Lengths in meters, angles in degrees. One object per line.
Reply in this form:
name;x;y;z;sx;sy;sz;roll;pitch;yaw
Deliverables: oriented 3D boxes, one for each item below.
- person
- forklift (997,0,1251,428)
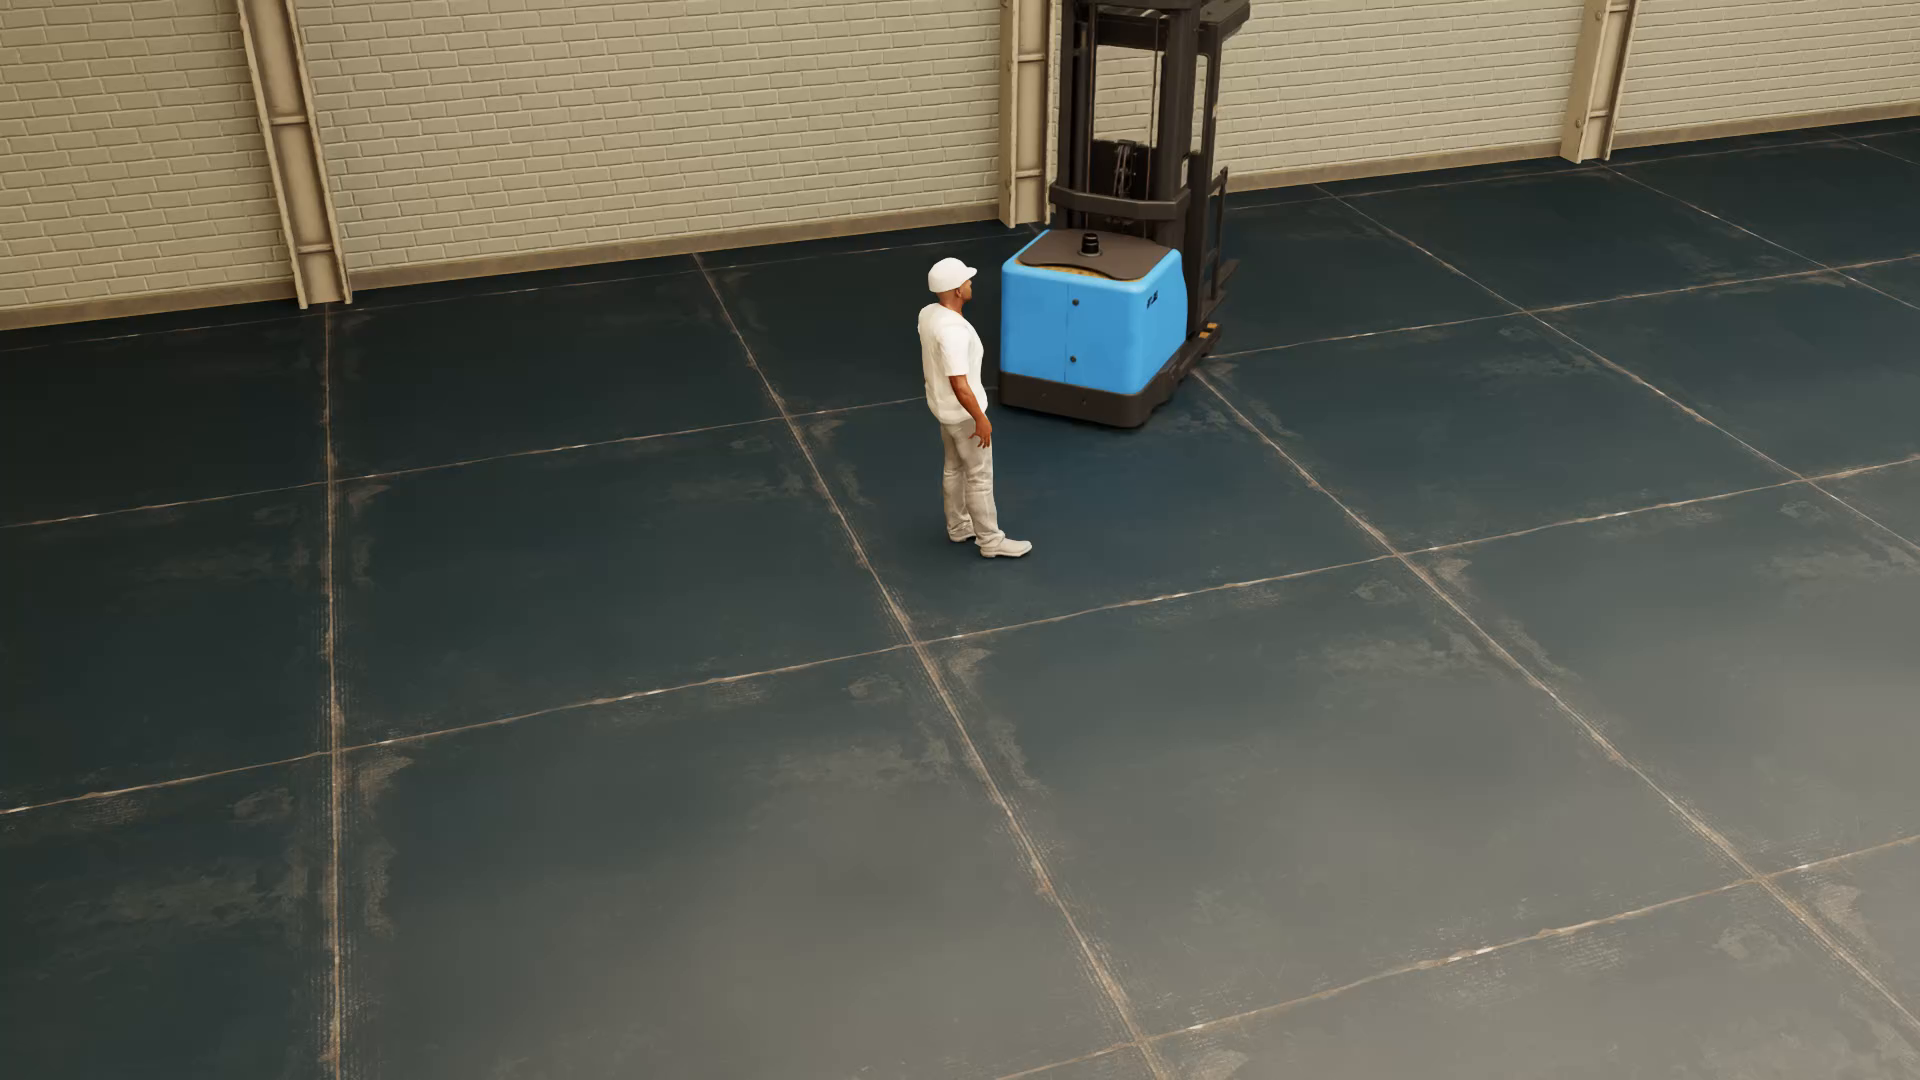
person;0.068;-0.780;9.596;0.577;1.765;0.665;-10;31;-16
forklift;1.337;-2.742;11.853;1.130;2.935;3.031;13;32;21
